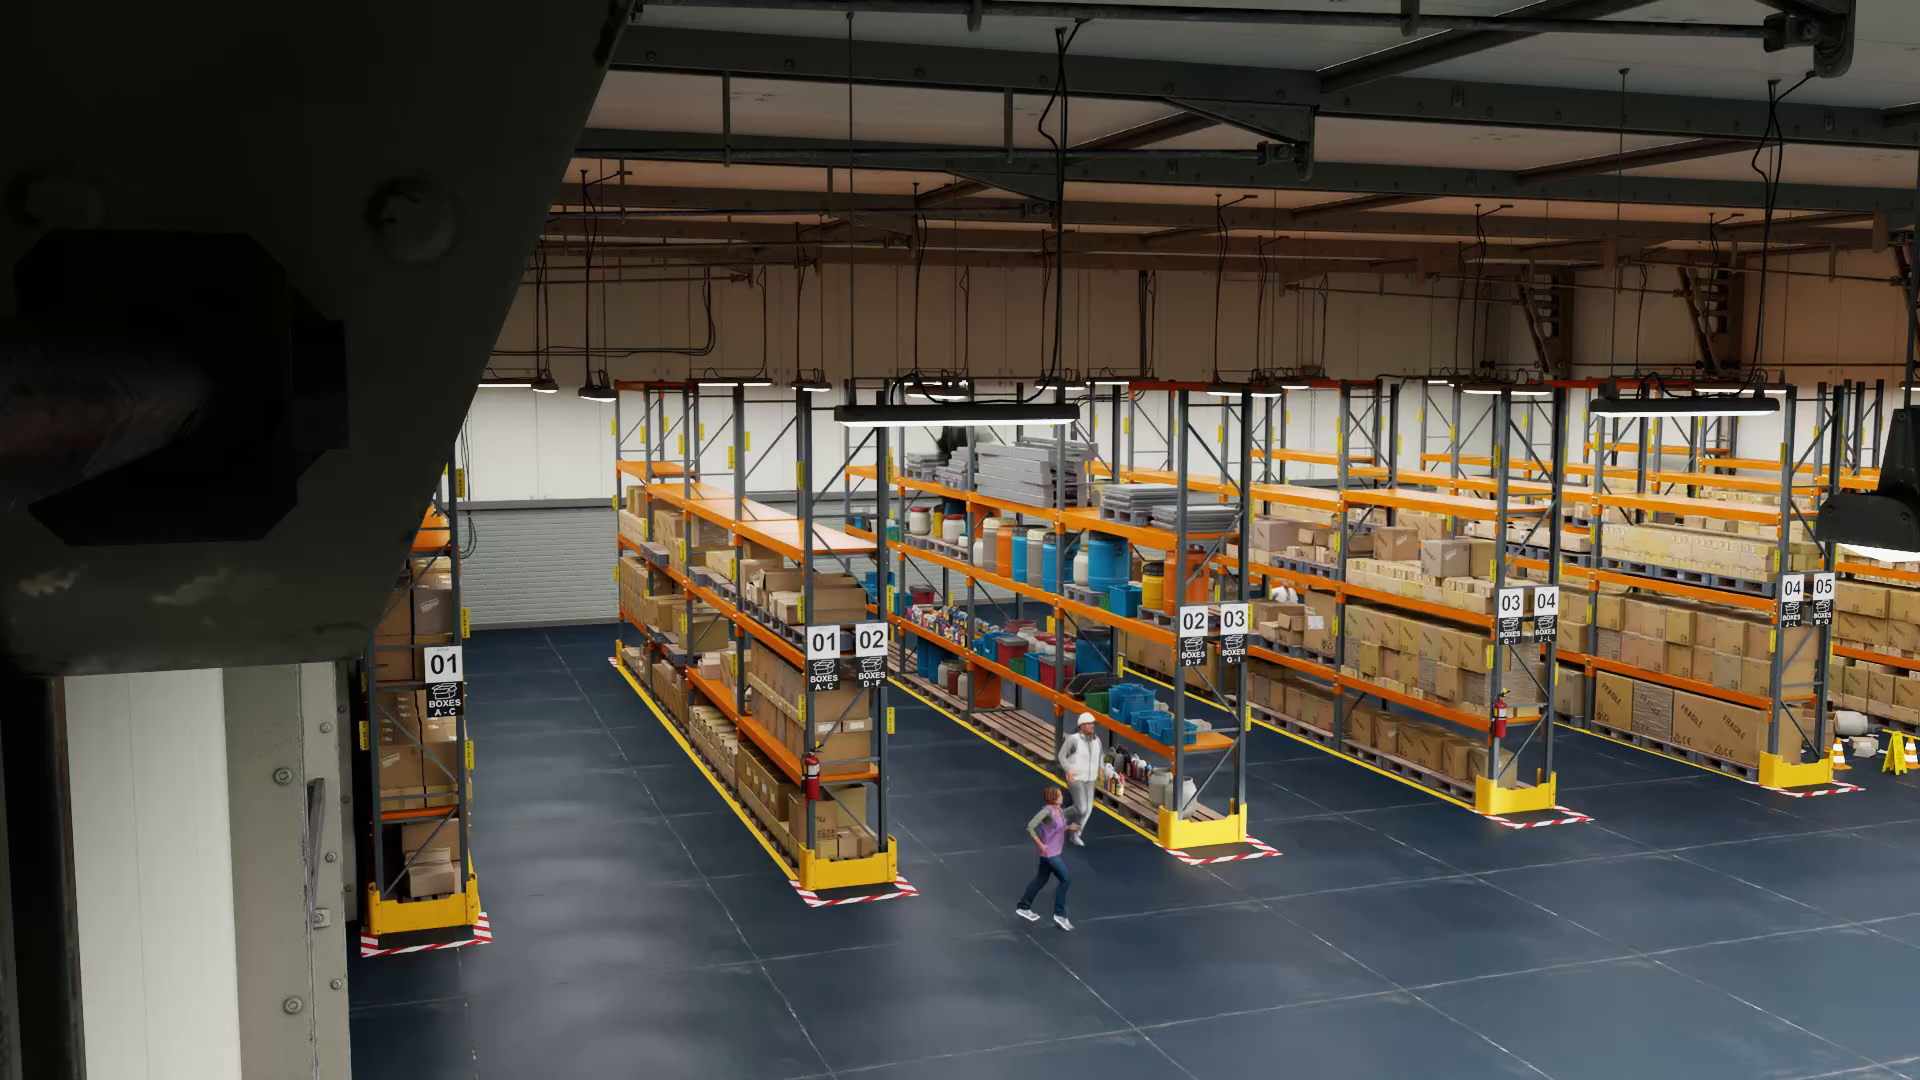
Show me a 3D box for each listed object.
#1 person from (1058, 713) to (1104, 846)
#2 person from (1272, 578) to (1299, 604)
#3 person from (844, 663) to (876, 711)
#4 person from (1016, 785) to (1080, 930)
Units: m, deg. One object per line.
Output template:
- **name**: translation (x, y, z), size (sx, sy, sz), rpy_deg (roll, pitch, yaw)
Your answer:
- **person**: translation (1.634, 3.151, 22.093), size (0.666, 1.735, 0.562), rpy_deg (-4, 7, -32)
- **person**: translation (7.030, 1.655, 35.915), size (0.685, 1.747, 0.712), rpy_deg (-3, 7, -26)
- **person**: translation (-1.728, 2.400, 29.112), size (0.710, 1.733, 0.637), rpy_deg (-4, 7, -33)
- **person**: translation (0.993, 3.567, 18.749), size (0.721, 1.650, 0.509), rpy_deg (1, 6, 9)
